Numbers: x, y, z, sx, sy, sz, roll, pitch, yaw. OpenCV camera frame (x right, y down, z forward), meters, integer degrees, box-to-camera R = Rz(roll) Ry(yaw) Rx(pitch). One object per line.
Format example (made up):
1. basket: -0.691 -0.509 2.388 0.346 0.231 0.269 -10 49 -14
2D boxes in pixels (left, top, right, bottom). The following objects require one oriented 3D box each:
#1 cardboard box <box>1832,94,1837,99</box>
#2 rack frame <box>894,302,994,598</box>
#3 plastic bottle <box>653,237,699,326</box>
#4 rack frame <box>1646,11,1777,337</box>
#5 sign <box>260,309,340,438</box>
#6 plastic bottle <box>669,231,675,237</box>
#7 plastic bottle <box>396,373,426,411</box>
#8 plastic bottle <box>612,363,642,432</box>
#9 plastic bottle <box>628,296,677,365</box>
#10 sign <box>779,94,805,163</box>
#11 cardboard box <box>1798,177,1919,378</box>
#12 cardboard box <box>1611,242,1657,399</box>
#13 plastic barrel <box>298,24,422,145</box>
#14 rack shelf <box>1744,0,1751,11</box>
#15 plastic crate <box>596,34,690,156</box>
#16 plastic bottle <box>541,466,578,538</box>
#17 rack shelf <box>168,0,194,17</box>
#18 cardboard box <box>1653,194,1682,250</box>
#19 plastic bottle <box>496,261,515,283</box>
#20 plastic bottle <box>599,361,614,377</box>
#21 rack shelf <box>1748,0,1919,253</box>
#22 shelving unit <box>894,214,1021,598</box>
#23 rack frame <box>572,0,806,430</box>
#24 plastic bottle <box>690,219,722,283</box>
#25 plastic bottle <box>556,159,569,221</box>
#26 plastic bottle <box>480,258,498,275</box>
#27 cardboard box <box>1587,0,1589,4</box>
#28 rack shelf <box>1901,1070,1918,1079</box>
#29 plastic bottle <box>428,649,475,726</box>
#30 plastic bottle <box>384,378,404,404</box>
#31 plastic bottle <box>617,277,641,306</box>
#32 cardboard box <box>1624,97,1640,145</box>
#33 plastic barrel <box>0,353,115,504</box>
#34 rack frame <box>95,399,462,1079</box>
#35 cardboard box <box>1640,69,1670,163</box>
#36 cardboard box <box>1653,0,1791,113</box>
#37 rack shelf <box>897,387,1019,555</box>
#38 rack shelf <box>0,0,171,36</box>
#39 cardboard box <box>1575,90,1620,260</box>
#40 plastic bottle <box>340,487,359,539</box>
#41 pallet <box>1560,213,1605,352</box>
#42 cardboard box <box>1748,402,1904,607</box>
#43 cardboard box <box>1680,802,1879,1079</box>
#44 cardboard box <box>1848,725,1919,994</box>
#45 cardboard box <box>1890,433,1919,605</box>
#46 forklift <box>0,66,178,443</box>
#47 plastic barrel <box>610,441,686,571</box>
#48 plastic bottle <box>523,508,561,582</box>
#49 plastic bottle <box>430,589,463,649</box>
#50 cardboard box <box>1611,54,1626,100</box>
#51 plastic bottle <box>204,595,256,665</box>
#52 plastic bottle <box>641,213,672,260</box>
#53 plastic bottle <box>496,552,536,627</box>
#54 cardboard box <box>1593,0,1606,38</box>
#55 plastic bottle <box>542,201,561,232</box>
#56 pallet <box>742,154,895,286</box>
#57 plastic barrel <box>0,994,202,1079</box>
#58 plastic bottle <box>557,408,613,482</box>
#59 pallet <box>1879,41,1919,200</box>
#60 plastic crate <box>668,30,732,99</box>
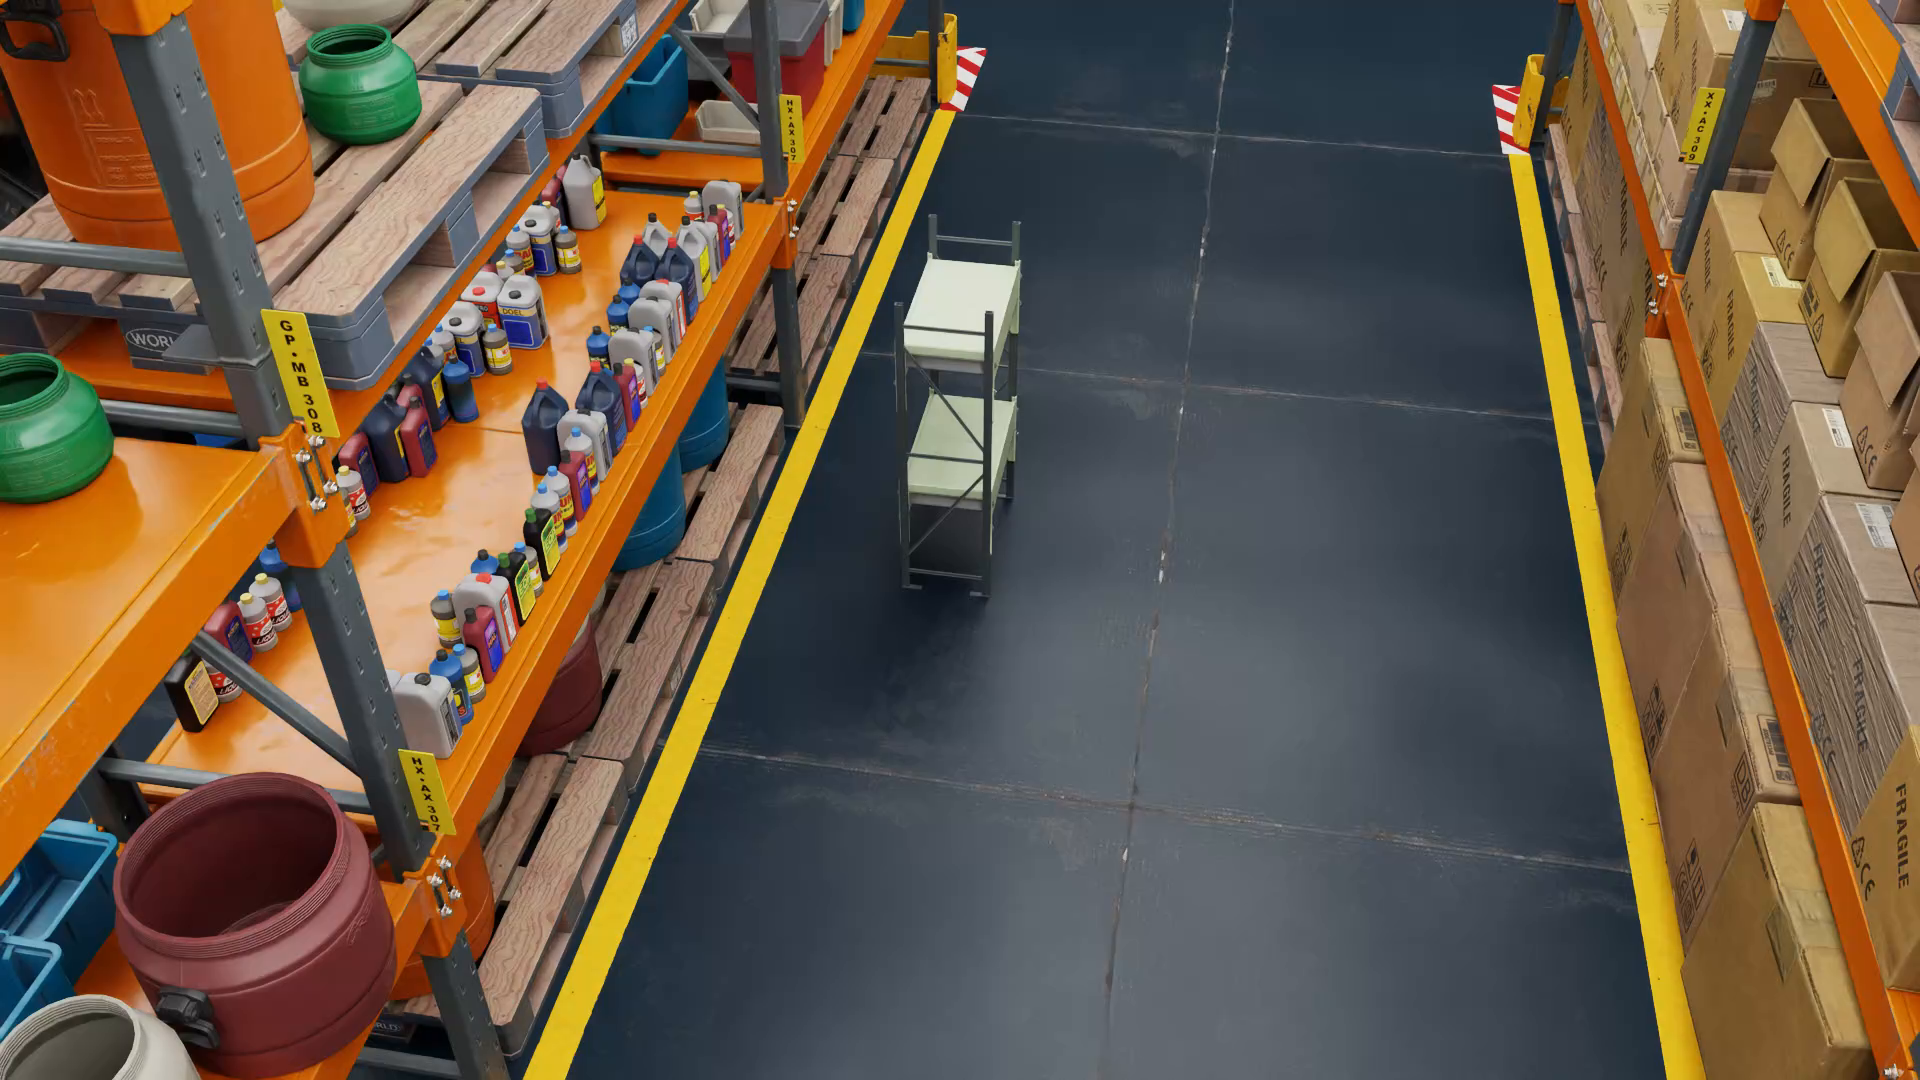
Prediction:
1. cardboard box: 3.912 -1.886 7.070 0.500 0.500 0.500 6 40 8
2. rack frame: -0.064 -0.344 7.086 0.400 1.500 0.023 6 40 8
3. plastic bottle: -1.170 -1.066 6.821 0.144 0.351 0.185 6 40 8
4. rack frame: 3.577 -1.268 7.026 1.000 3.000 0.127 6 40 8
5. sign: -1.450 -0.363 3.660 0.100 0.325 0.005 6 40 8
6. plastic bottle: -1.240 -1.227 7.133 0.097 0.201 0.097 0 40 0
7. plastic bottle: -2.030 -0.470 6.153 0.061 0.283 0.133 6 40 8
8. plastic bottle: -1.260 -0.560 6.262 0.061 0.283 0.133 6 40 8
9. plastic bottle: -1.224 -0.853 6.622 0.152 0.276 0.135 6 40 8
10. sign: -0.759 -1.859 7.524 0.100 0.325 0.005 6 40 8
11. cardboard box: 3.345 -0.862 5.669 0.797 0.503 0.637 7 40 8
12. cardboard box: 3.770 -1.016 8.060 0.875 0.875 0.875 6 40 8
13. plastic barrel: -1.583 -1.201 4.384 0.294 0.245 0.294 0 40 0
14. rack shelf: 3.924 -3.402 7.818 1.077 0.370 4.000 6 40 8
15. plastic crate: -1.556 -2.161 8.072 0.392 0.384 0.575 6 40 8
16. plastic bottle: -1.393 -0.140 5.763 0.097 0.271 0.097 0 40 0
17. rack shelf: -1.647 -2.439 4.614 1.077 0.370 4.000 6 40 8
18. cardboard box: 3.308 -1.398 7.381 0.380 0.149 0.250 7 40 8
19. plastic bottle: -1.900 -1.067 6.939 0.097 0.201 0.097 0 40 0
20. plastic bottle: -1.341 -0.553 6.262 0.097 0.271 0.097 0 40 0
21. rack shelf: 3.231 -0.891 4.781 1.077 0.370 4.000 6 40 8
22. shelving unit: -0.001 -0.574 7.364 0.431 1.500 0.755 6 40 8
23. rack frame: -1.301 -1.814 7.687 1.000 3.000 0.127 6 40 8
24. plastic bottle: -1.114 -1.254 7.107 0.152 0.276 0.135 6 40 8
25. plastic bottle: -1.784 -1.586 7.502 0.061 0.283 0.133 6 40 8
26. plastic bottle: -1.938 -1.028 6.828 0.061 0.283 0.133 6 40 8
27. cardboard box: 3.796 -3.173 9.528 0.380 0.149 0.250 6 40 7
28. rack shelf: 2.539 2.775 2.701 1.077 0.370 4.000 6 40 8
29. plastic bottle: -1.553 0.440 5.061 0.097 0.271 0.097 0 40 0
30. plastic bottle: -2.090 -0.476 6.161 0.061 0.283 0.133 6 40 8
31. plastic bottle: -1.327 -0.938 6.728 0.097 0.271 0.097 0 40 0
32. cardboard box: 3.485 -2.044 8.163 0.380 0.149 0.250 7 40 9
33. plastic barrel: -1.985 -0.239 3.550 0.294 0.245 0.294 0 40 0
34. rack frame: -1.990 0.697 4.650 0.949 2.616 0.053 6 40 8
35. cardboard box: 3.483 -1.956 7.742 0.500 0.250 0.500 8 40 9
36. cardboard box: 3.484 -2.245 7.504 0.500 0.500 0.500 7 40 8
37. rack shelf: -0.001 -0.323 7.572 0.431 0.370 0.720 6 40 8
38. rack shelf: -2.339 0.071 1.577 1.077 0.370 4.000 6 40 8
39. cardboard box: 4.080 -2.139 9.418 0.875 0.875 0.875 6 40 8
40. plastic bottle: -2.164 -0.110 5.781 0.097 0.201 0.097 0 40 0
41. pallet: 3.995 -1.429 9.410 1.003 0.211 1.213 6 40 8
42. cardboard box: 2.994 -0.091 5.524 0.500 0.500 0.500 7 40 9
43. cardboard box: 3.025 1.469 5.054 1.225 0.875 0.875 5 40 6
44. cardboard box: 2.727 0.867 4.366 0.500 0.500 0.500 8 40 9
45. cardboard box: 3.143 -0.048 4.685 0.797 0.503 0.637 7 40 9
46. forklift: -4.255 -1.284 7.100 1.121 2.935 3.031 29 48 30
47. plastic barrel: -1.534 -0.383 7.273 0.600 0.901 0.708 6 40 8
48. plastic bottle: -1.412 -0.009 5.595 0.061 0.283 0.133 6 40 8
49. plastic bottle: -1.646 0.245 5.353 0.097 0.201 0.097 0 40 0
50. cardboard box: 3.575 -2.365 8.550 0.380 0.149 0.250 7 40 8
51. plastic bottle: -2.303 0.296 5.227 0.061 0.283 0.133 6 40 8
52. plastic bottle: -1.280 -1.198 6.980 0.144 0.351 0.185 6 40 8
53. plastic bottle: -1.451 0.136 5.420 0.061 0.283 0.133 6 40 8
54. cardboard box: 3.707 -2.850 9.137 0.380 0.149 0.250 6 40 7
55. plastic bottle: -1.809 -1.396 7.337 0.097 0.201 0.097 0 40 0
56. pallet: -1.003 -1.973 10.067 1.003 0.211 1.213 6 40 8
57. plastic barrel: -1.961 1.323 3.805 0.421 0.512 0.421 0 40 0
58. plastic bottle: -1.360 -0.362 6.028 0.152 0.276 0.135 6 40 8
59. pallet: 3.135 -0.953 4.439 1.003 0.211 1.213 8 40 10
60. plastic crate: -6.571 -2.076 7.778 10.364 0.629 4.185 6 40 8
